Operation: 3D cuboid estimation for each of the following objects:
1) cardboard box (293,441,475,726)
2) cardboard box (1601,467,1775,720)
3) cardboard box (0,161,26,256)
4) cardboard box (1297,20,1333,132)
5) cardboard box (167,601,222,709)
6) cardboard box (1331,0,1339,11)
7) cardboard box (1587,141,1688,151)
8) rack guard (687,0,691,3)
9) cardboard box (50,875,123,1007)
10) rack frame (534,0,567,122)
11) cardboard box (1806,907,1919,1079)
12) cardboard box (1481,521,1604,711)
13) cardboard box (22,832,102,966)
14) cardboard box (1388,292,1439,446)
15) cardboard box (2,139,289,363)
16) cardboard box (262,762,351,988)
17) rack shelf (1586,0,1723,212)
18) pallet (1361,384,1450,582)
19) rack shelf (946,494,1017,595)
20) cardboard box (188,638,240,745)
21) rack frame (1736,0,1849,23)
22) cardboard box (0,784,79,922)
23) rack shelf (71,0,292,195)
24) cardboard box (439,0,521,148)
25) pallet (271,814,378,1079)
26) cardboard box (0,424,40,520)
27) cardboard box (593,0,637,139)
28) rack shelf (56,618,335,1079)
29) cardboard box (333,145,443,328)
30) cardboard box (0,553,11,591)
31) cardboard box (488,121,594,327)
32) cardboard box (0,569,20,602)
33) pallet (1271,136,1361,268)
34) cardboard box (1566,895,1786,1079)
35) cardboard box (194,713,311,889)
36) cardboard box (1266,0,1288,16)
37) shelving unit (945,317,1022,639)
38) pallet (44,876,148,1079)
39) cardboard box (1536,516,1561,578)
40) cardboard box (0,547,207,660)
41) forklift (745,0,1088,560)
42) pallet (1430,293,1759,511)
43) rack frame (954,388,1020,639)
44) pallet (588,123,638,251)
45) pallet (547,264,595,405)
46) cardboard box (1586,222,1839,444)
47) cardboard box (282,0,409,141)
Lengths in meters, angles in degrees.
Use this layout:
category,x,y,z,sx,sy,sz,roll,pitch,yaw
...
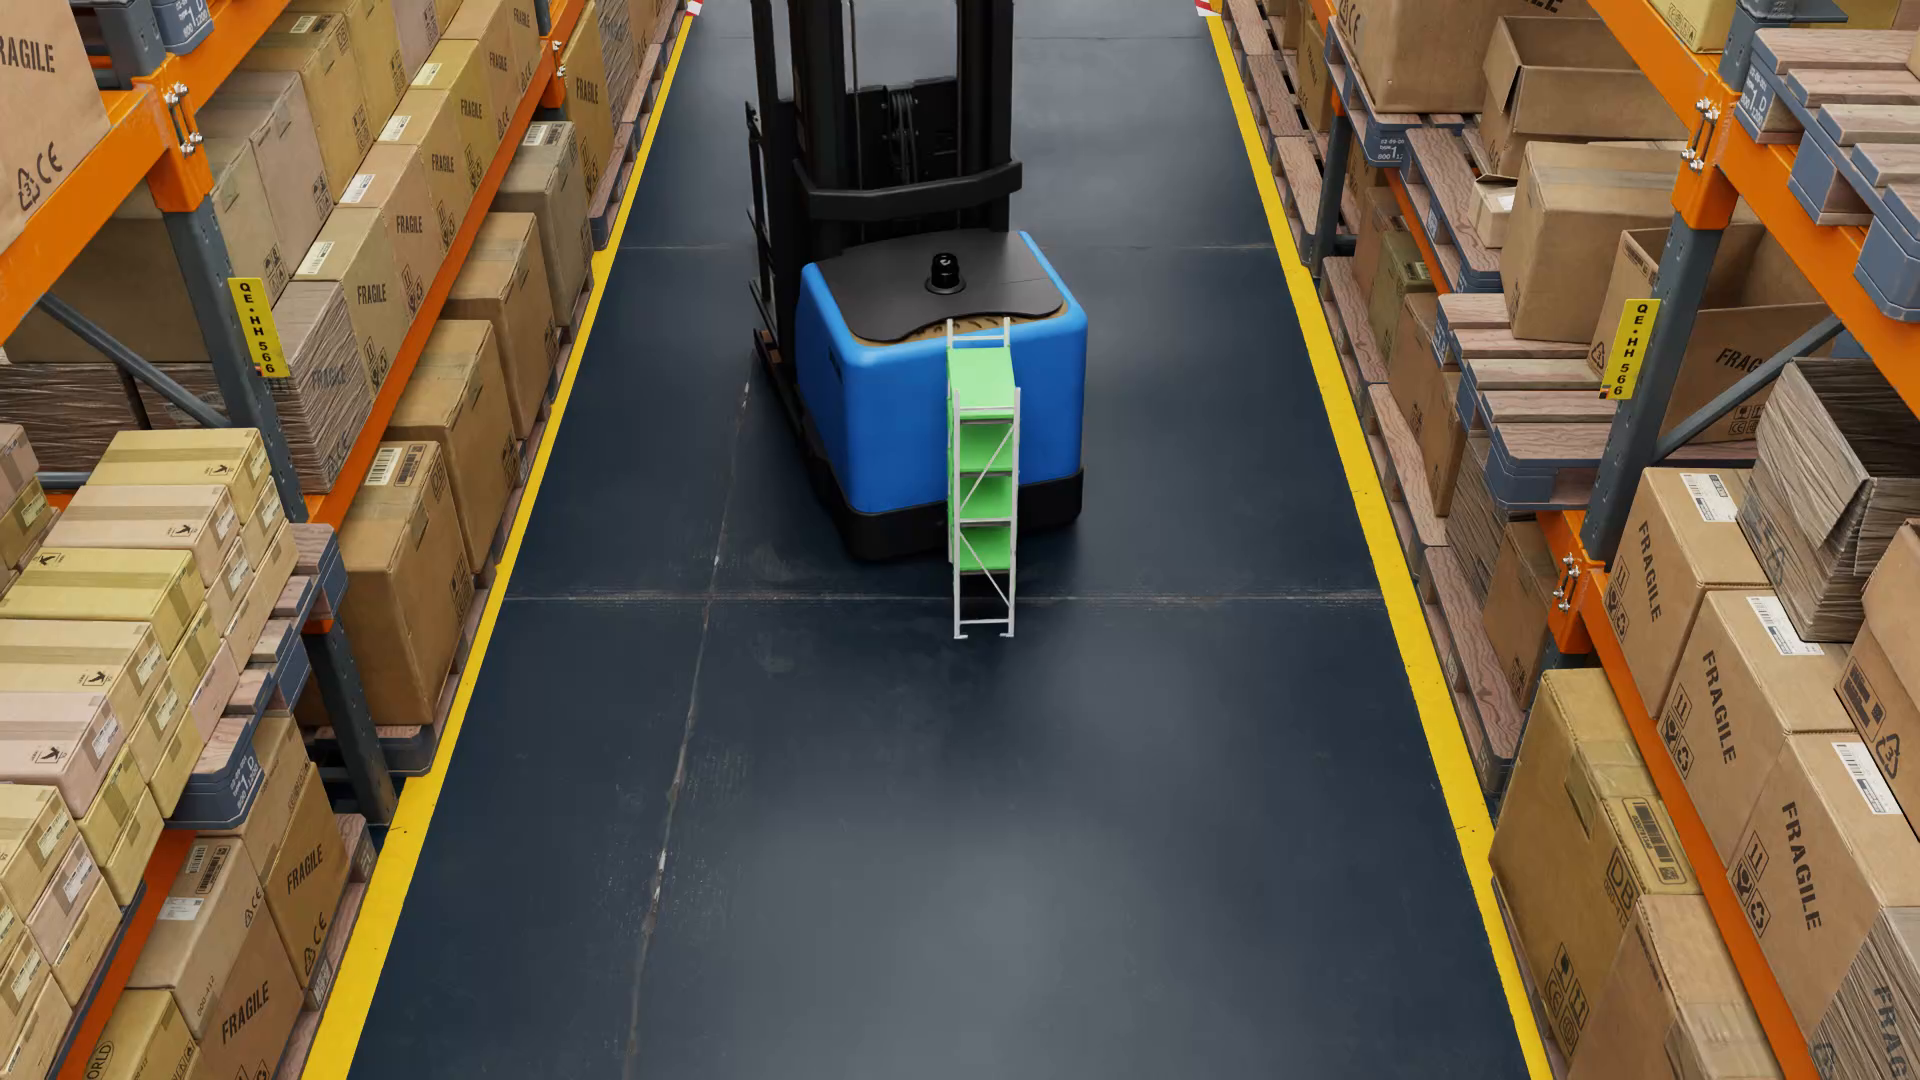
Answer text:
category,x,y,z,sx,sy,sz,roll,pitch,yaw
cardboard box,-2.454,0.158,6.118,1.050,0.750,0.750,-1,39,-1
cardboard box,2.145,0.149,4.585,0.500,0.500,0.500,1,39,1
cardboard box,-2.275,-0.716,3.266,0.500,0.500,0.500,0,39,0
cardboard box,2.364,-2.802,10.011,0.500,0.500,0.500,-3,39,-4
cardboard box,-2.083,0.283,4.126,0.380,0.149,0.250,1,39,1
cardboard box,2.127,-2.810,8.559,0.380,0.149,0.250,0,39,0
cardboard box,2.645,-1.270,6.220,0.500,0.250,0.500,-1,39,-1
rack guard,-2.553,-4.218,12.114,1.175,0.500,0.348,0,39,0
cardboard box,-2.087,0.869,3.632,0.380,0.149,0.250,1,39,1
rack frame,-2.548,-2.677,8.192,1.000,3.000,0.127,0,39,0
cardboard box,2.151,1.105,3.393,0.500,0.500,0.500,0,39,0
cardboard box,2.396,0.269,6.163,0.700,0.500,0.500,-2,39,-2
cardboard box,-2.084,0.758,3.533,0.380,0.149,0.250,1,39,1
cardboard box,2.374,-0.781,7.474,0.700,0.500,0.500,-3,39,-4
cardboard box,-2.534,-0.886,5.077,0.700,0.500,0.500,0,39,0
cardboard box,-2.281,1.047,5.208,0.500,0.500,0.500,0,39,0
rack shelf,2.414,-2.256,5.844,1.077,0.370,4.000,0,39,0
pallet,2.419,-0.278,7.427,1.003,0.211,1.213,0,39,0
rack shelf,0.084,0.010,6.764,0.258,0.148,0.480,-2,39,-2
cardboard box,-2.084,0.383,4.239,0.380,0.149,0.250,1,39,1
rack frame,2.417,-2.457,3.120,1.000,3.000,0.127,0,39,0
cardboard box,-2.085,0.641,3.441,0.380,0.149,0.250,2,39,2
rack shelf,-2.546,-2.316,5.918,1.077,0.370,4.000,0,39,0
cardboard box,-2.280,-2.074,7.359,0.500,0.500,0.500,0,39,-1
pallet,-2.544,1.401,5.333,1.003,0.211,1.213,0,39,0
cardboard box,-2.737,-0.182,4.467,0.380,0.149,0.250,0,39,0
cardboard box,-2.484,-2.969,9.919,0.875,0.875,0.875,0,39,0
rack shelf,-2.541,1.356,3.735,1.077,0.370,4.000,0,39,0
cardboard box,-2.278,-1.129,6.180,0.500,0.500,0.500,0,39,0
cardboard box,-2.741,0.115,4.336,0.380,0.149,0.250,2,39,2
cardboard box,-2.457,-1.575,8.280,1.050,0.750,0.750,0,39,0
cardboard box,-2.745,0.206,4.459,0.380,0.149,0.250,2,39,2
pallet,2.376,-1.949,9.514,1.003,0.211,1.213,0,39,0
cardboard box,2.390,1.538,4.295,1.225,0.875,0.875,0,39,0
cardboard box,-2.281,0.771,4.953,0.500,0.250,0.500,-1,39,-1
cardboard box,2.391,-3.917,11.402,0.500,0.500,0.500,7,39,8
shelving unit,0.084,-0.227,6.574,0.258,1.200,0.503,-2,39,-2
pallet,-2.500,1.137,3.586,1.003,0.211,1.213,0,39,0
cardboard box,2.386,-0.024,5.928,0.500,0.250,0.500,1,39,2
cardboard box,-2.086,0.153,4.049,0.380,0.149,0.250,1,39,1
forklift,-0.396,-1.987,7.386,1.130,2.935,3.031,-11,40,-14
pallet,2.309,-0.487,5.612,1.213,0.211,1.003,0,39,0
rack frame,0.097,-0.075,6.384,0.240,1.200,0.015,-2,39,-2
pallet,-2.471,-2.064,9.657,1.003,0.211,1.213,0,39,0
pallet,-2.472,-1.106,8.462,1.003,0.211,1.213,0,39,0
cardboard box,2.376,-0.657,5.255,0.500,0.500,0.500,-5,39,-6
cardboard box,-2.540,-1.842,6.271,0.700,0.500,0.500,0,39,0
